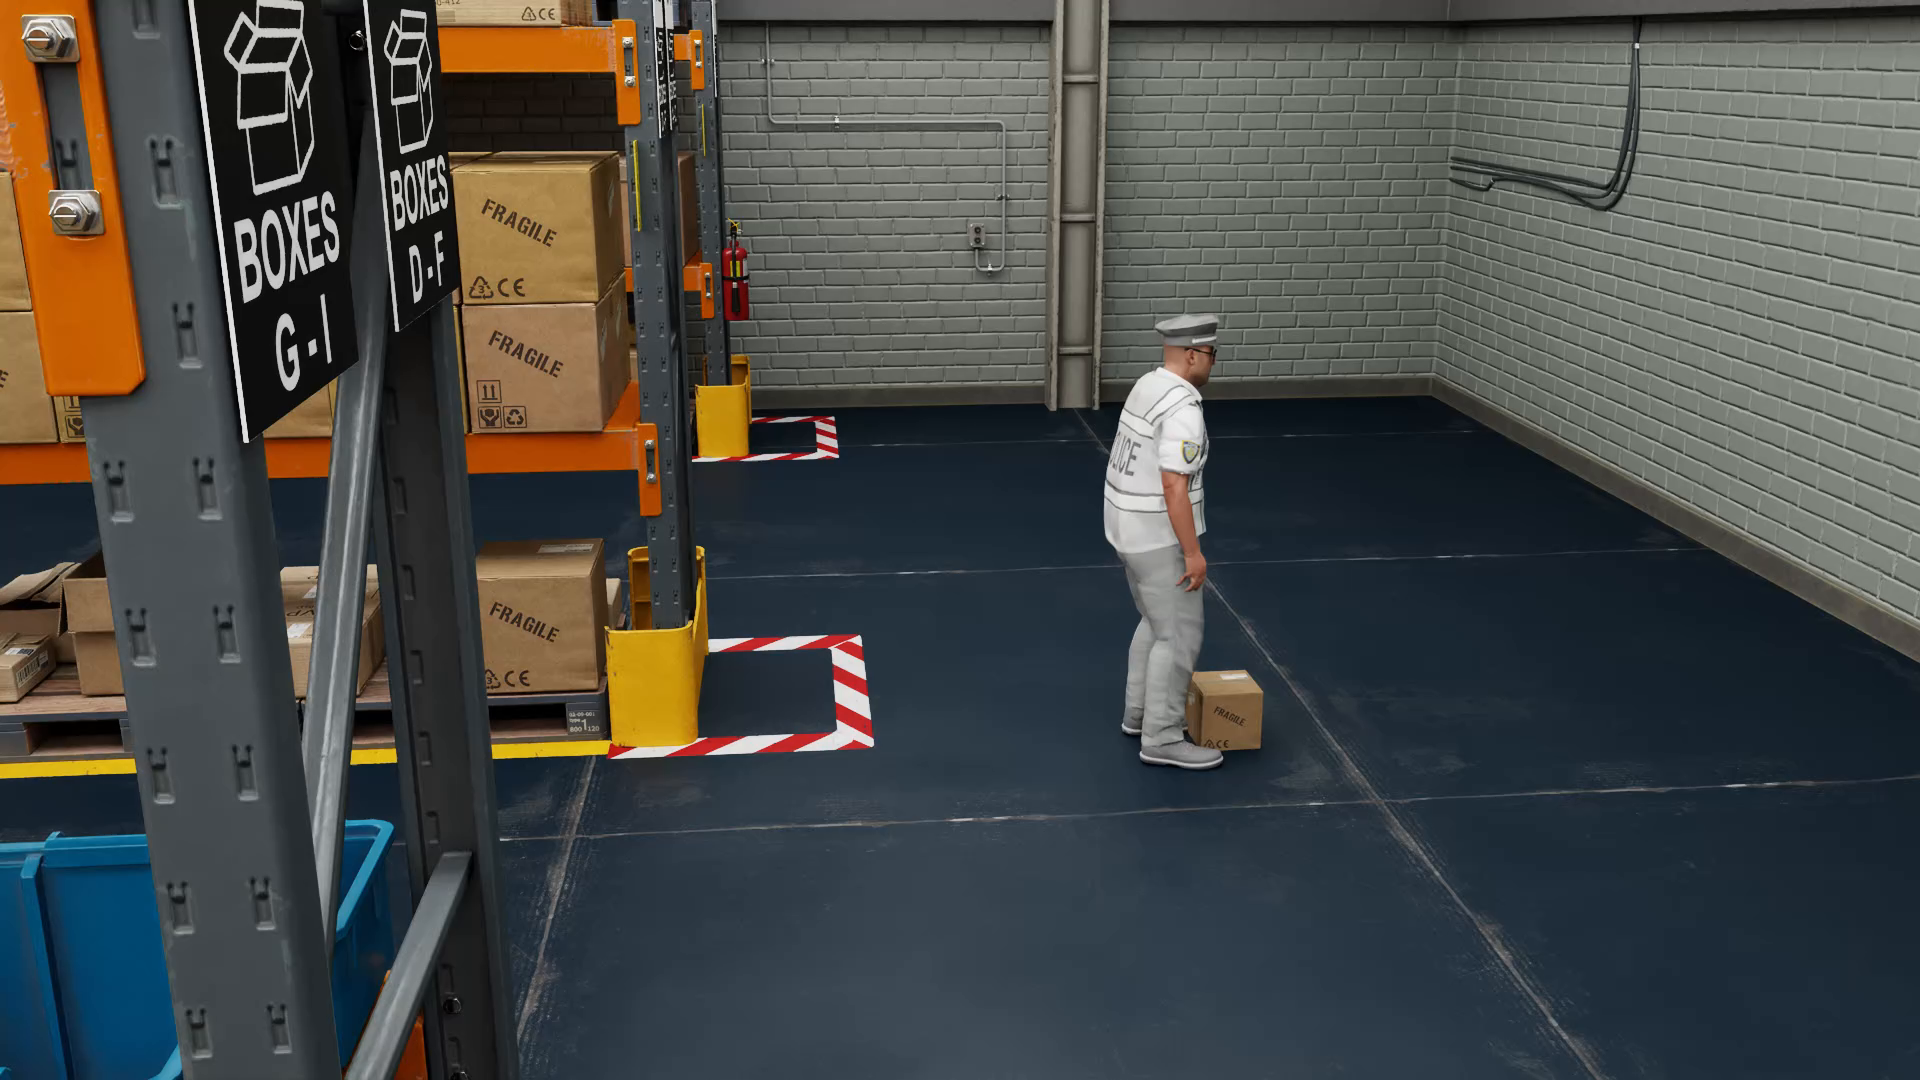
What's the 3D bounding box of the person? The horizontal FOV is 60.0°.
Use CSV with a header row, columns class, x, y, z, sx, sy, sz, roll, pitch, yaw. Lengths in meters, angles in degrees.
class,x,y,z,sx,sy,sz,roll,pitch,yaw
person,0.799,-0.009,6.558,0.436,1.747,0.605,-3,17,-9
